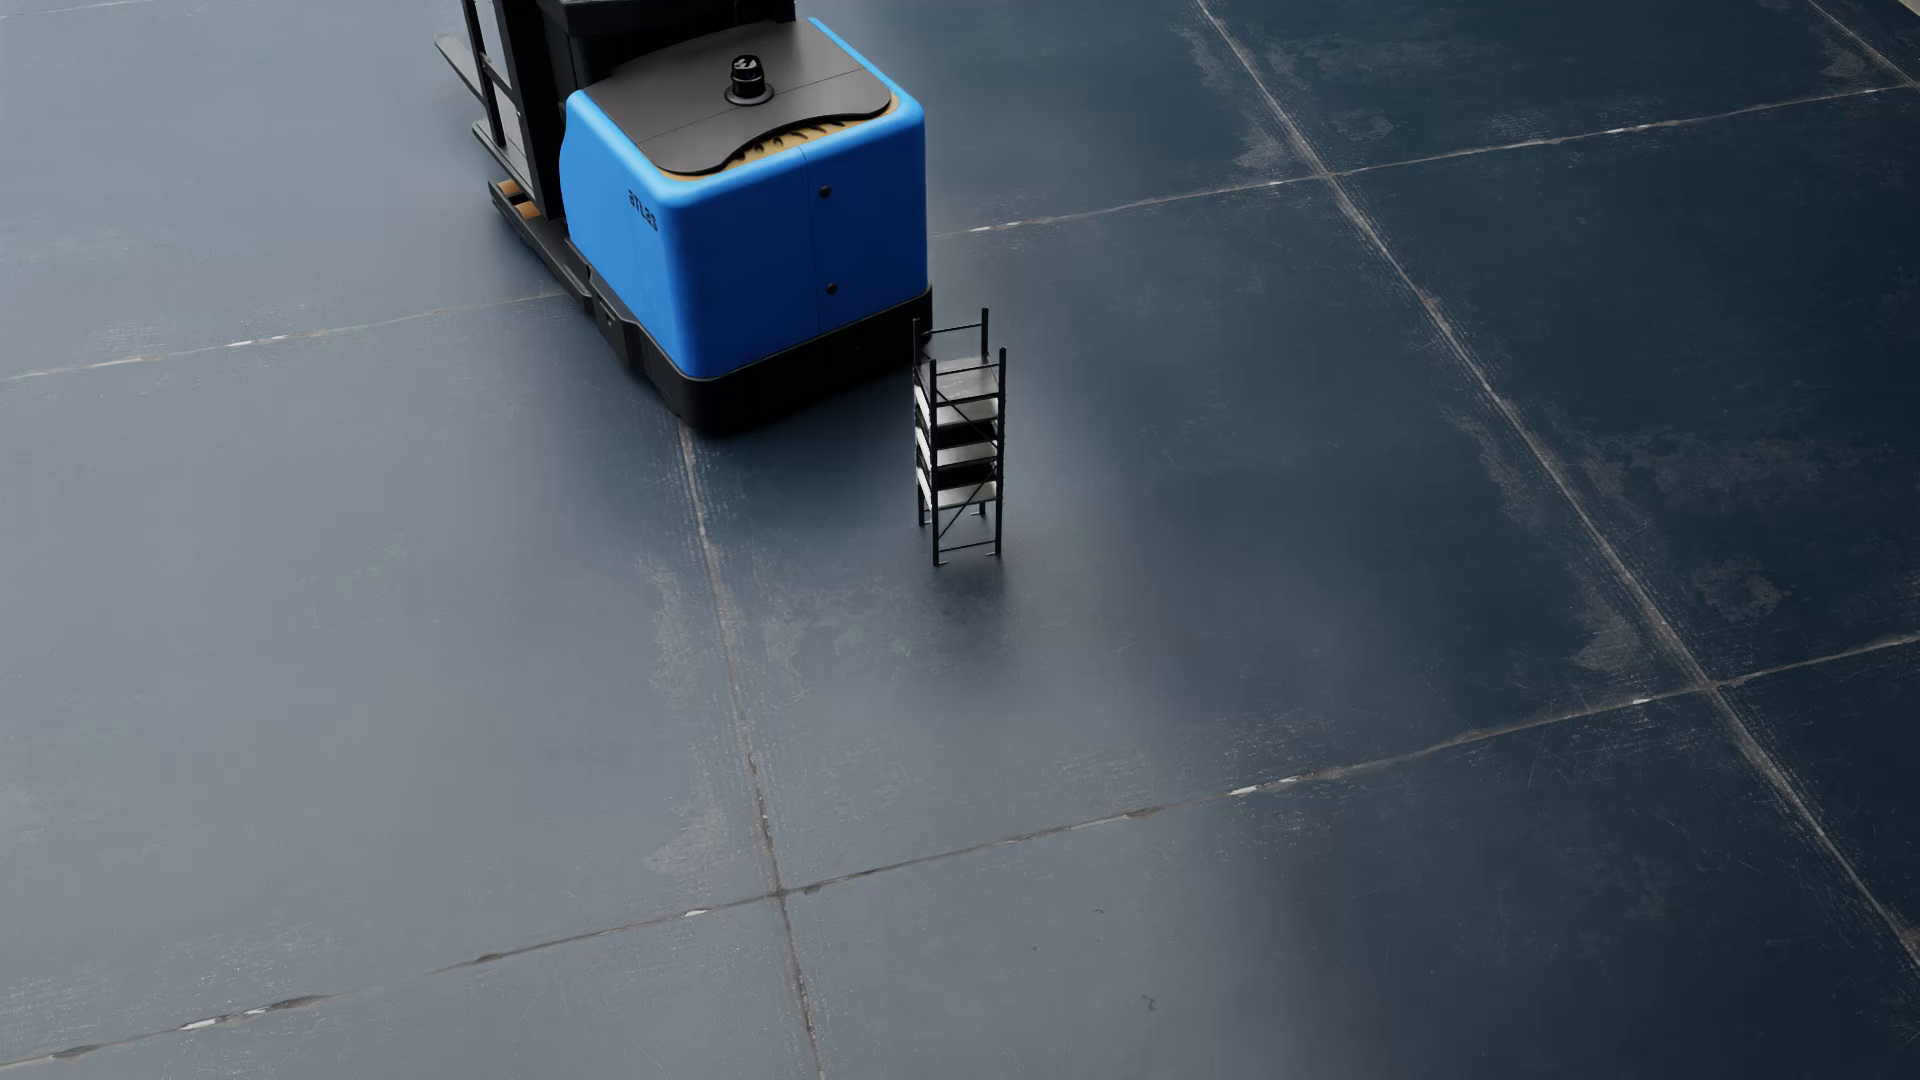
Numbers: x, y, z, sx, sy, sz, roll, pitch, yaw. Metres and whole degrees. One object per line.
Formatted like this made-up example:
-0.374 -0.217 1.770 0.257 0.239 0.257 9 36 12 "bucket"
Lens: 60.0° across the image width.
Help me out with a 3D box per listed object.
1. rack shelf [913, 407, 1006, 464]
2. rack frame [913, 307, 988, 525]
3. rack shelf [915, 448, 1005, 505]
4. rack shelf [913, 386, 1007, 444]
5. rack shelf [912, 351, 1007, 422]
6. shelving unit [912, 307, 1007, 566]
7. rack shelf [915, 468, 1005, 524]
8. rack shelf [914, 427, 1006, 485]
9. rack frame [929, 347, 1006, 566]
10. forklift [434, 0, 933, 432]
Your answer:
-0.002 -0.360 5.394 0.258 0.077 0.200 -11 47 -10 "rack shelf"
-0.028 -0.391 5.503 0.240 0.900 0.006 -11 47 -10 "rack frame"
-0.002 -0.234 5.522 0.258 0.077 0.200 -11 47 -10 "rack shelf"
-0.002 -0.423 5.329 0.258 0.077 0.200 -11 47 -10 "rack shelf"
-0.002 -0.486 5.265 0.258 0.077 0.200 -11 47 -10 "rack shelf"
-0.002 -0.321 5.434 0.258 0.900 0.210 -11 47 -10 "shelving unit"
-0.002 -0.171 5.586 0.258 0.077 0.200 -11 47 -10 "rack shelf"
-0.002 -0.297 5.458 0.258 0.077 0.200 -11 47 -10 "rack shelf"
0.024 -0.250 5.365 0.240 0.900 0.006 -11 47 -10 "rack frame"
-1.336 -2.447 6.096 1.130 2.935 3.031 -25 51 -23 "forklift"
